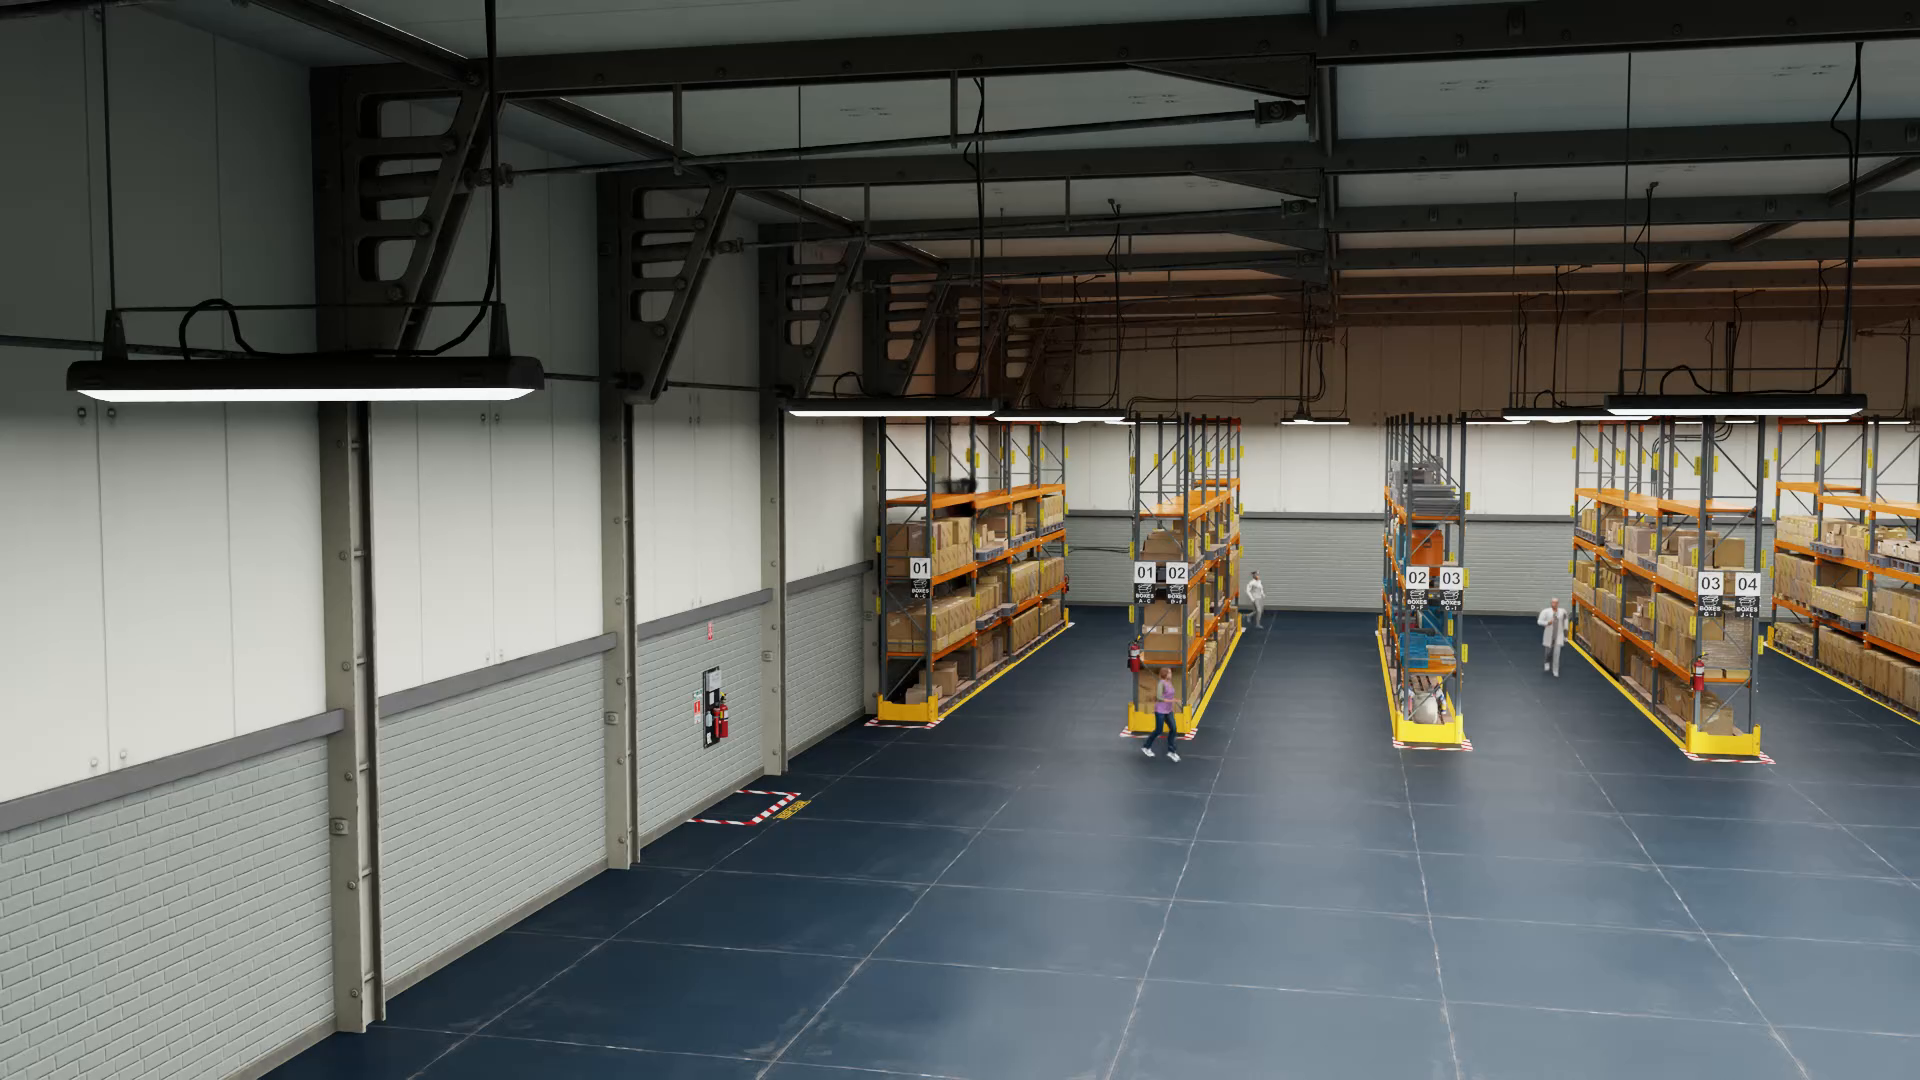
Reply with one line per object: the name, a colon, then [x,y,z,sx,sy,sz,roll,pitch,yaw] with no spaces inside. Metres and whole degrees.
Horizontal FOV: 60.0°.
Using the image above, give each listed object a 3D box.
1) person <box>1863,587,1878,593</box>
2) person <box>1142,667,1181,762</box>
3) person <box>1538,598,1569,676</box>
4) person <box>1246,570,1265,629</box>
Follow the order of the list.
person: [24.051,1.858,44.240,0.802,1.717,0.660,0,4,1]
person: [3.487,2.990,28.625,0.723,1.650,0.554,3,5,35]
person: [13.707,2.213,38.428,0.713,1.767,1.001,1,4,12]
person: [8.444,1.695,47.564,0.590,1.683,0.655,4,5,43]
